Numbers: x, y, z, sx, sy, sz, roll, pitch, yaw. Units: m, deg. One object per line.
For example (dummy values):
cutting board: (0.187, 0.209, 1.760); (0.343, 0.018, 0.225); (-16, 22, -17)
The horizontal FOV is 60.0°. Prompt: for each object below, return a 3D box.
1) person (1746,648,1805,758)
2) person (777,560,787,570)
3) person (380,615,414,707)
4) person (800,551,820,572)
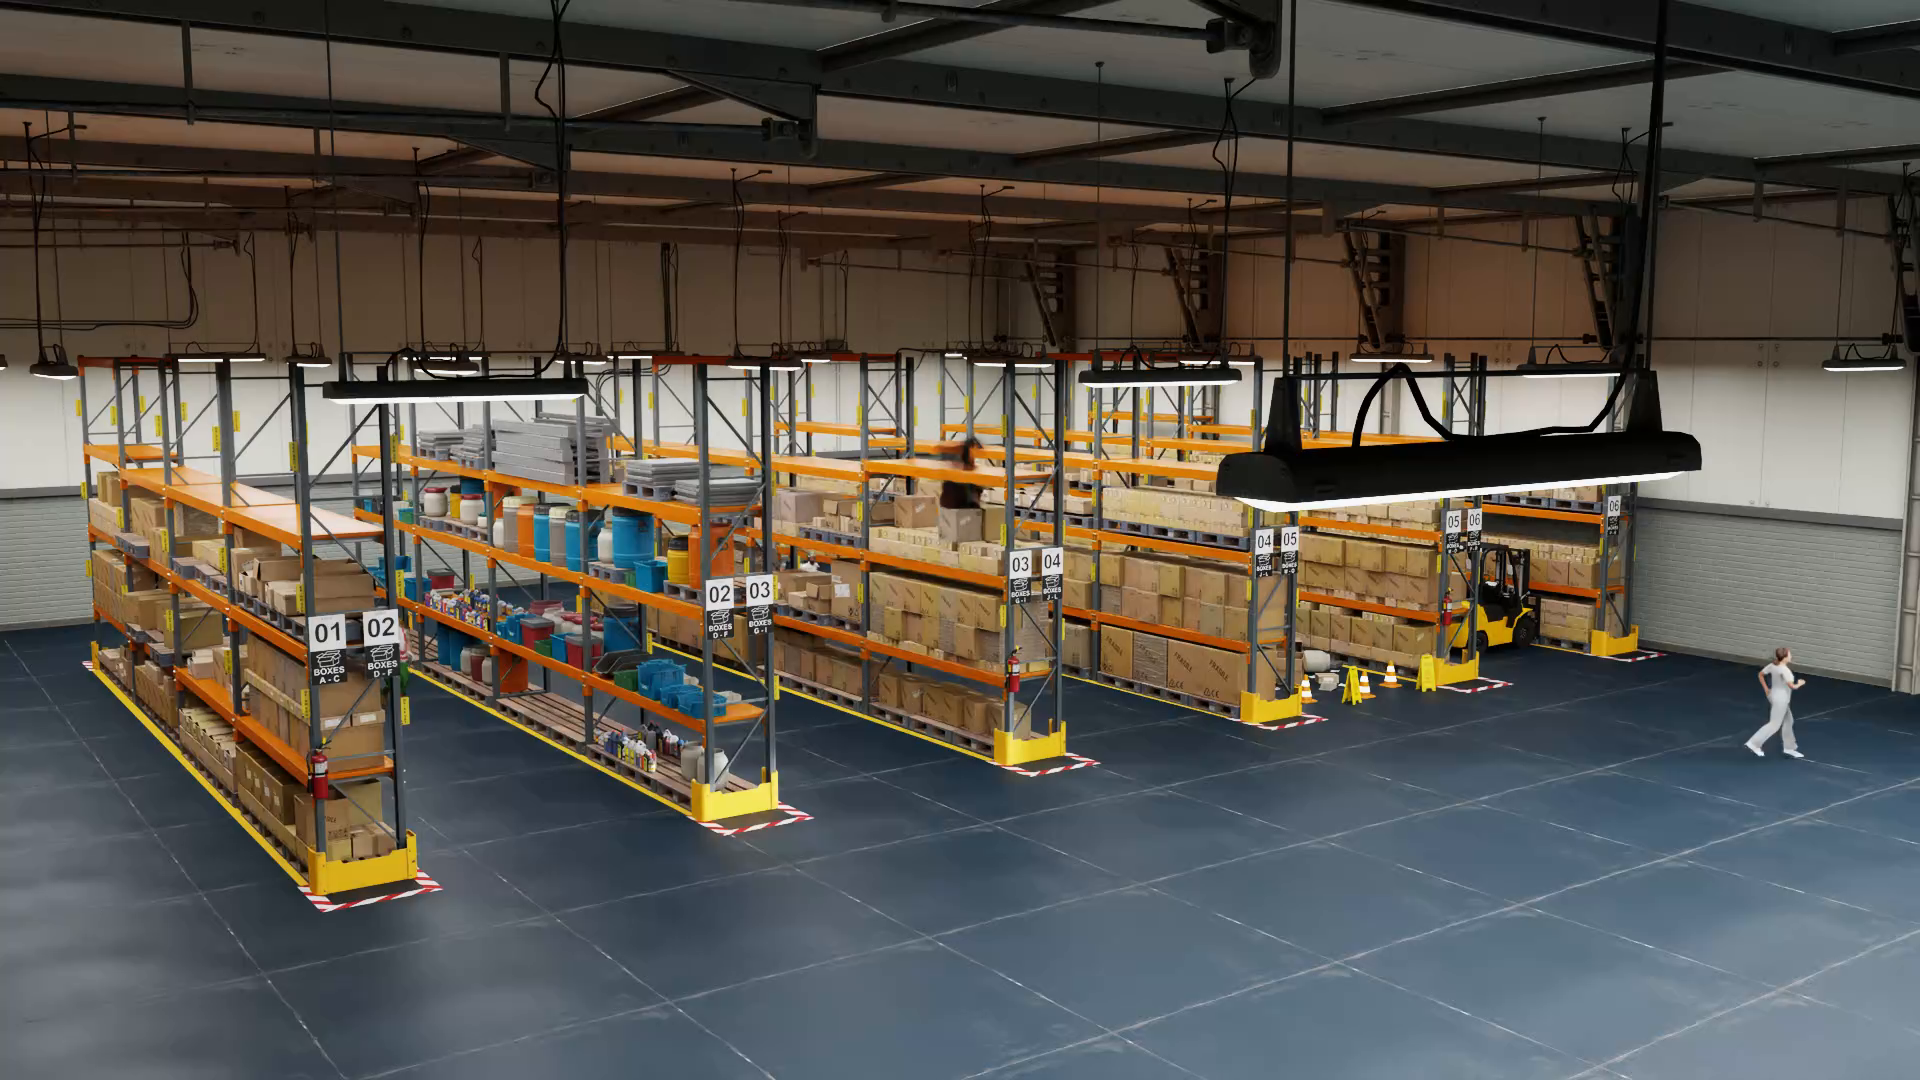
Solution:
person: (12.306, 2.453, 25.020); (0.894, 1.697, 0.583); (0, 7, 3)
person: (-3.715, 1.275, 34.847); (0.580, 1.714, 0.695); (-7, 10, -44)
person: (-9.554, 2.064, 28.059); (0.661, 1.749, 0.719); (-7, 10, -43)
person: (-3.338, 1.058, 36.863); (0.598, 1.666, 0.667); (-5, 9, -37)
